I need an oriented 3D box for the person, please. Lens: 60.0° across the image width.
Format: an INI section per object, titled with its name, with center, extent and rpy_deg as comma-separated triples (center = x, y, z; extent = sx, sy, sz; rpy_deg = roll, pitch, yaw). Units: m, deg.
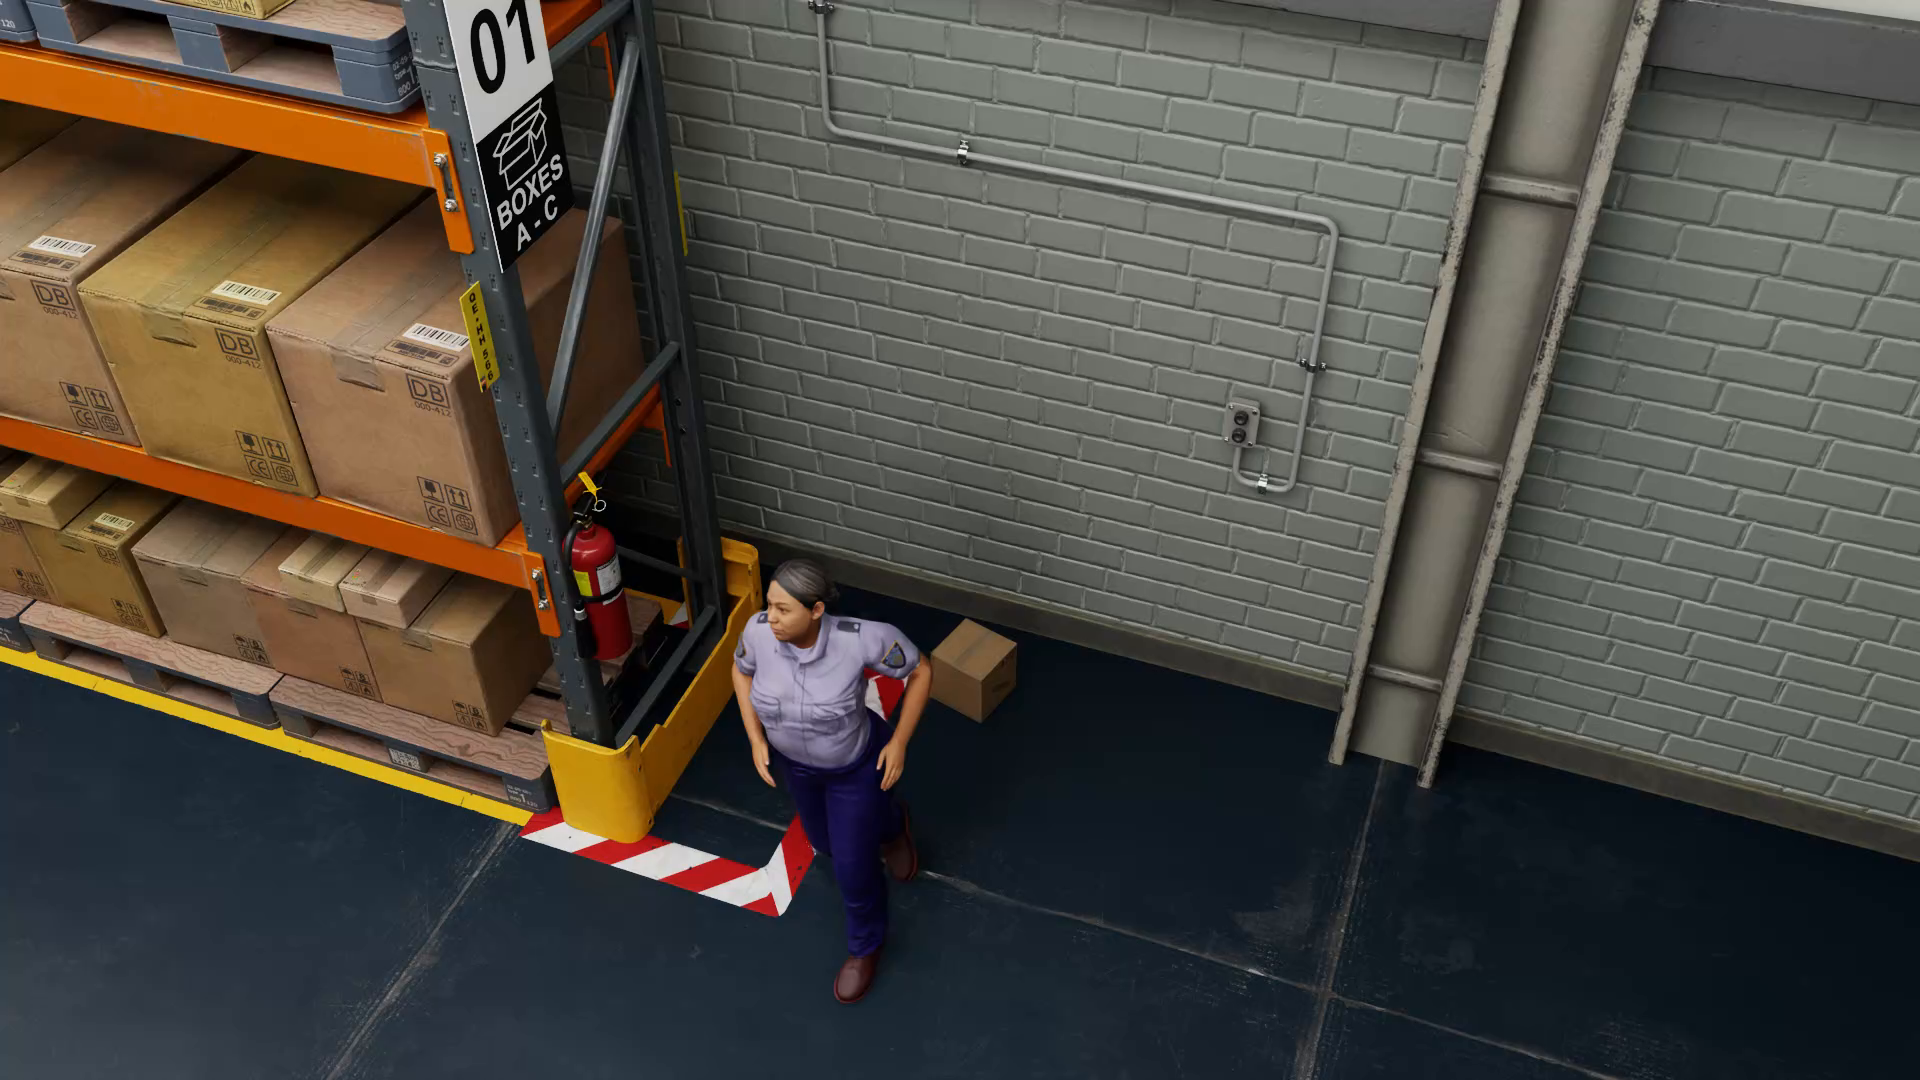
[person]
center = -0.431, 0.696, 5.407
extent = 0.636, 1.641, 0.721
rpy_deg = 17, 45, 18
